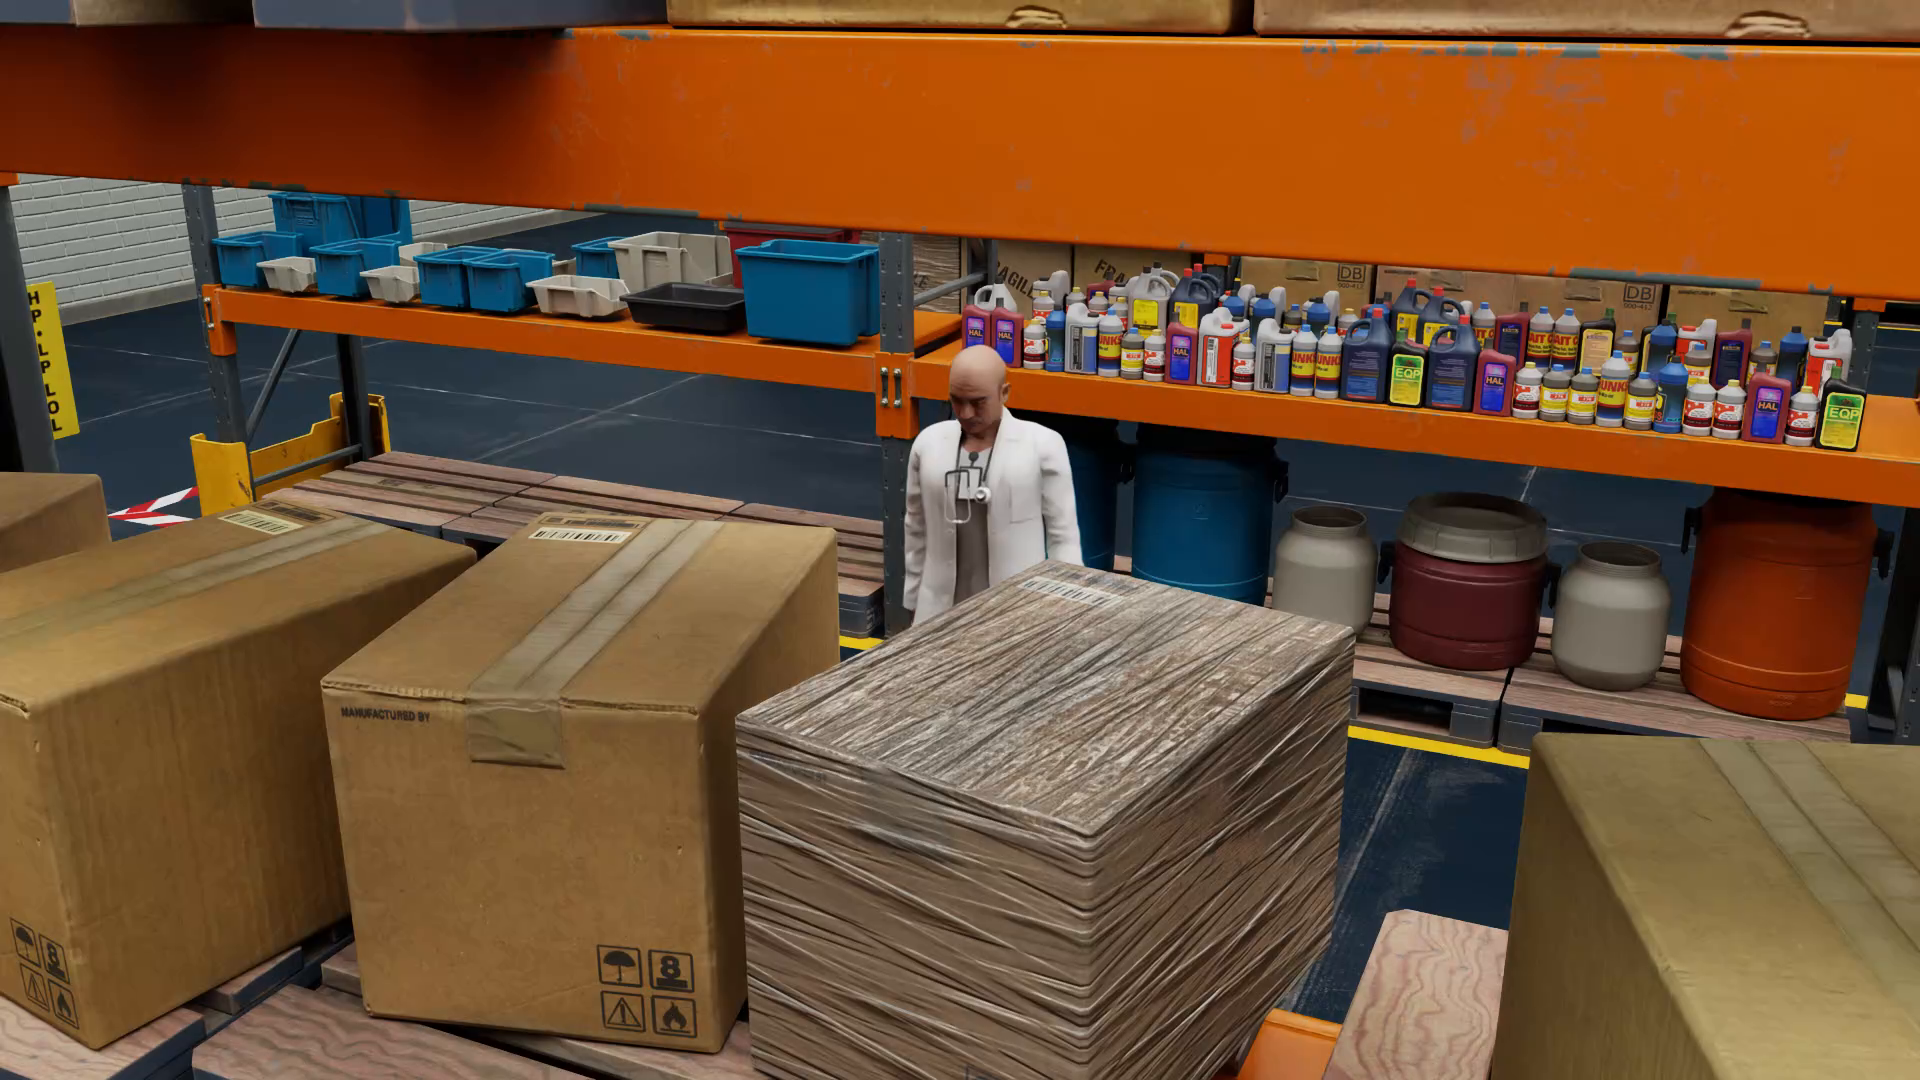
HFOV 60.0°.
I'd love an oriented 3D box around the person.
[{"bbox_3d":[0.082,0.269,5.237,0.626,1.766,0.764,6,20,18],"label":"person"}]
